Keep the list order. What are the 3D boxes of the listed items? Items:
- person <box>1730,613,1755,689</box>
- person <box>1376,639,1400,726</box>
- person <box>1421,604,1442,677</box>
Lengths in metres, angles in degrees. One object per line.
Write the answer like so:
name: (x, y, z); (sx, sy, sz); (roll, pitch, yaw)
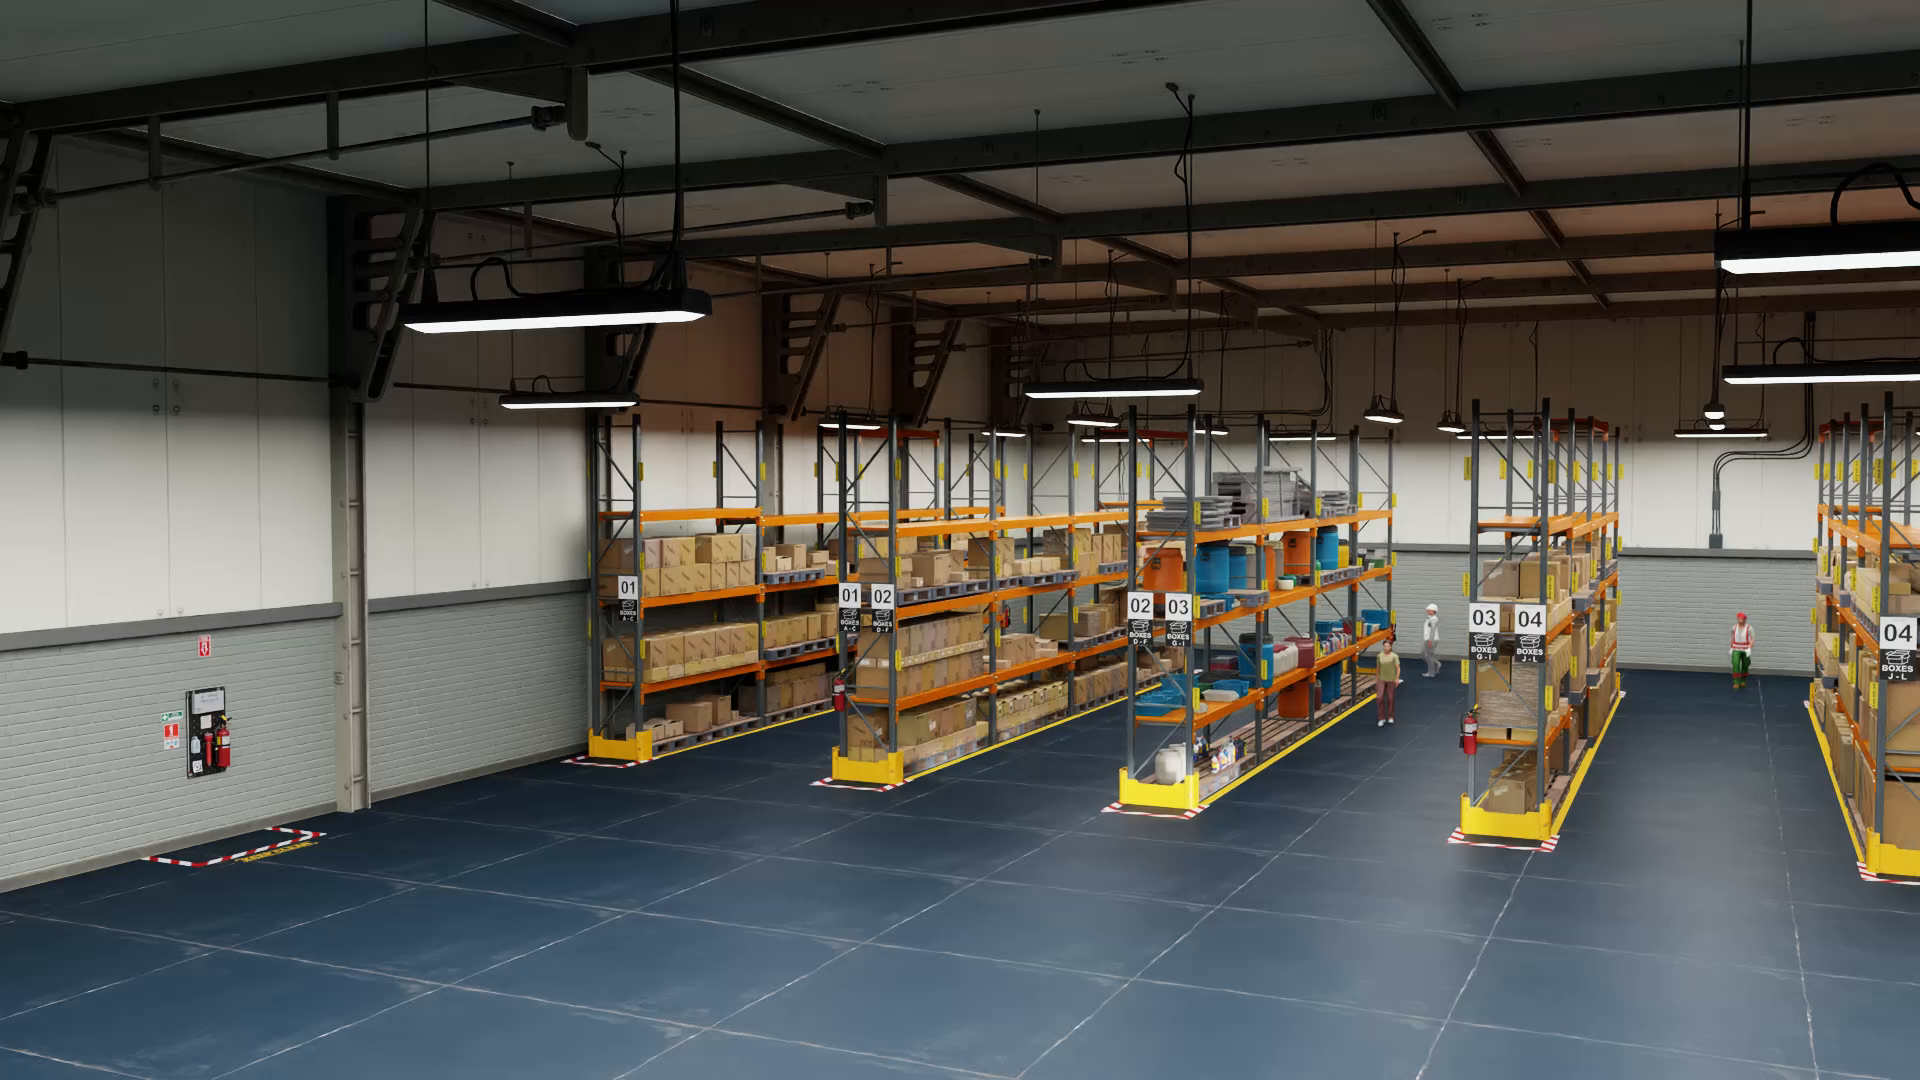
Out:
person: (17.963, 2.534, 38.152); (0.502, 1.721, 1.050); (1, 3, 21)
person: (8.462, 2.828, 32.919); (0.490, 1.725, 0.536); (1, 3, 25)
person: (11.478, 2.436, 40.431); (0.504, 1.765, 0.559); (0, 2, 10)
